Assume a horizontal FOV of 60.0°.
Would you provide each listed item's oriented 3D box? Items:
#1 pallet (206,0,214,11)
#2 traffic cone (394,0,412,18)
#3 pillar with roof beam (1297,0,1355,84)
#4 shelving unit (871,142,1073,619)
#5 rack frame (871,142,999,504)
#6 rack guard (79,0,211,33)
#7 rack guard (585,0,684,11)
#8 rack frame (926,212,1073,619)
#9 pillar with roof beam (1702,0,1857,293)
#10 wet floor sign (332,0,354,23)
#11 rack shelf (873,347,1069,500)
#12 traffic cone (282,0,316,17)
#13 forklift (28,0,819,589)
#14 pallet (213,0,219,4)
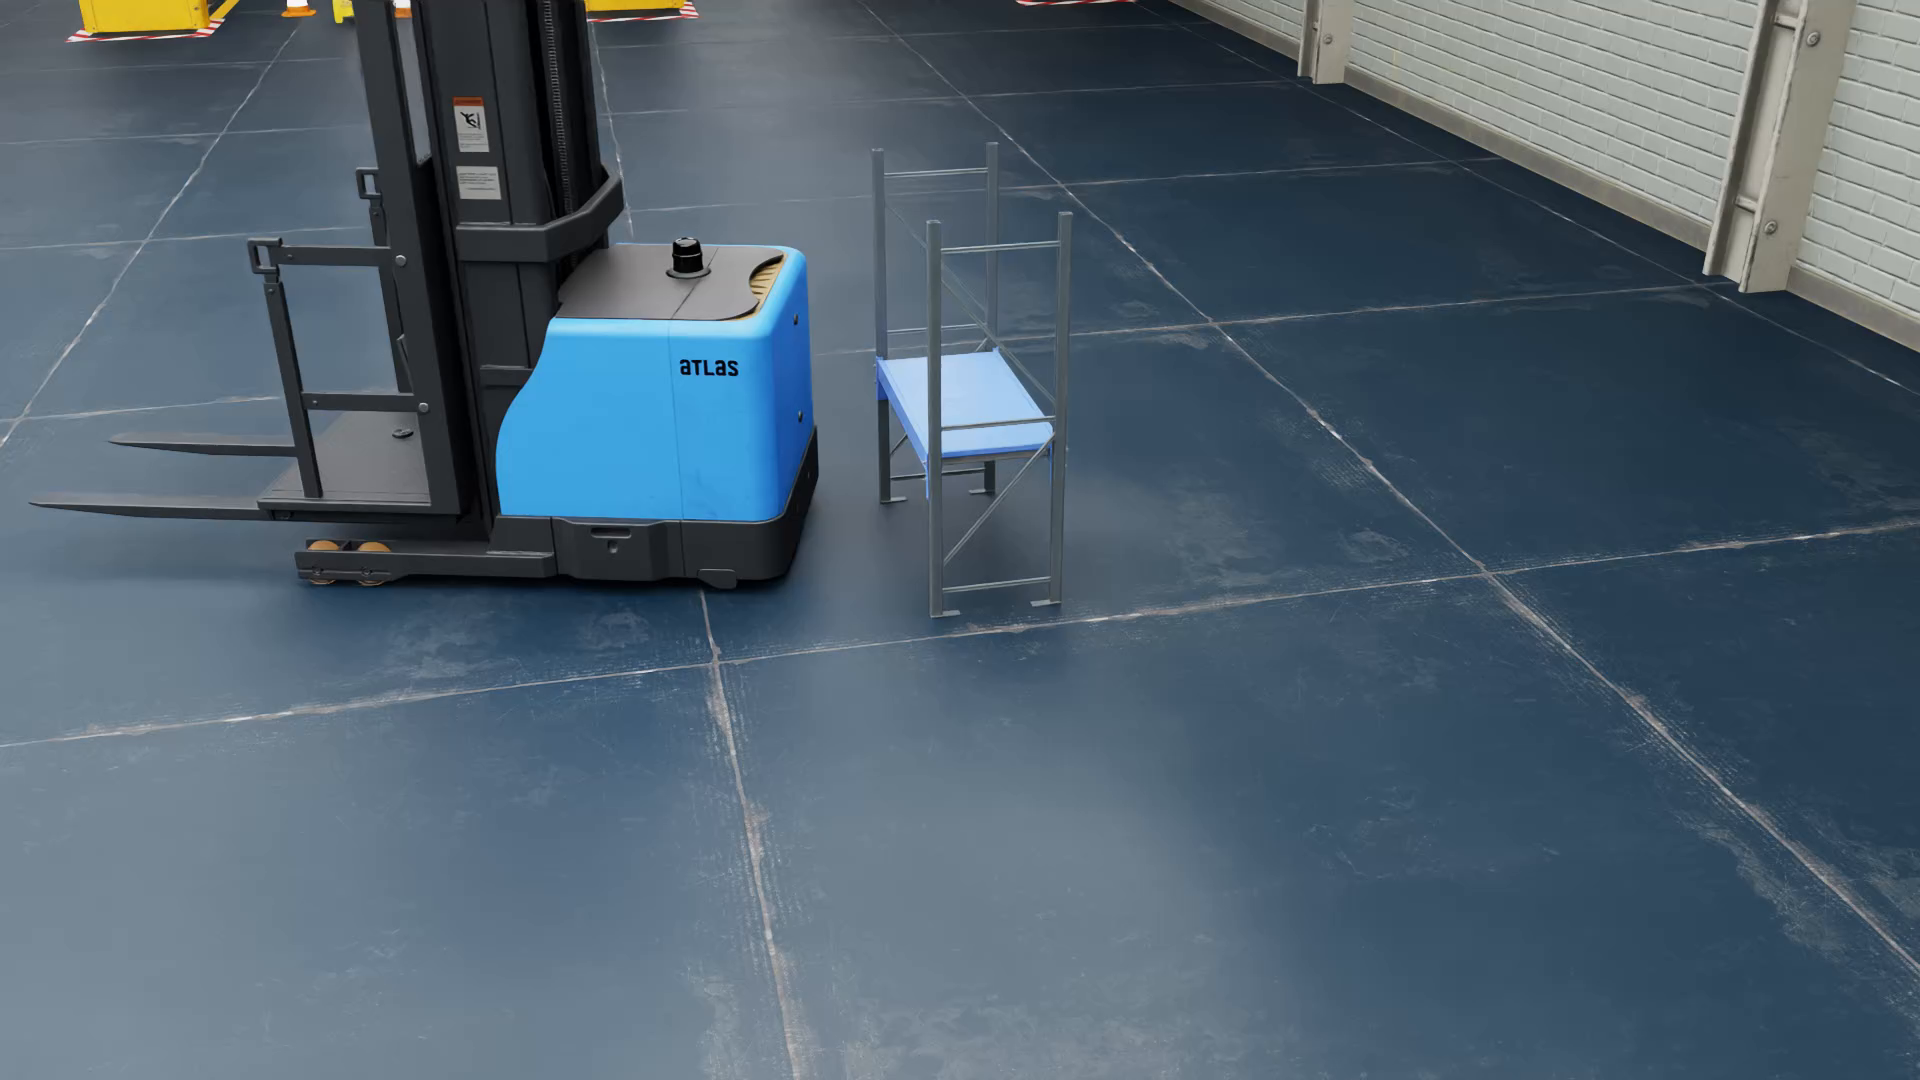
[{"bbox_3d":[-8.704,-5.778,17.963,1.003,0.211,1.213,-6,27,-12],"label":"pallet"},{"bbox_3d":[-6.006,-5.890,17.906,0.336,0.463,0.334,-6,27,-12],"label":"traffic cone"},{"bbox_3d":[-0.934,-7.737,12.091,9.100,9.000,0.400,-6,27,-12],"label":"pillar with roof beam"},{"bbox_3d":[0.019,-0.632,6.338,0.538,1.500,1.048,-6,27,-12],"label":"shelving unit"},{"bbox_3d":[-0.095,-0.855,6.780,0.500,1.500,0.032,-6,27,-12],"label":"rack frame"},{"bbox_3d":[-8.442,-5.553,17.197,1.175,0.500,0.348,-6,27,-12],"label":"rack guard"},{"bbox_3d":[-3.665,-6.144,18.368,1.175,0.500,0.348,-6,27,-12],"label":"rack guard"},{"bbox_3d":[0.134,-0.409,5.896,0.500,1.500,0.032,-6,27,-12],"label":"rack frame"},{"bbox_3d":[0.419,-5.103,6.873,9.100,9.000,0.400,-6,27,-12],"label":"pillar with roof beam"},{"bbox_3d":[-6.512,-5.817,17.559,0.267,0.644,0.232,-11,29,-20],"label":"wet floor sign"},{"bbox_3d":[0.019,-0.472,6.419,0.538,0.185,1.000,-6,27,-12],"label":"rack shelf"},{"bbox_3d":[-7.184,-5.924,17.974,0.336,0.463,0.334,-6,27,-12],"label":"traffic cone"},{"bbox_3d":[-2.143,-1.367,6.205,3.031,2.935,1.130,2,27,3],"label":"forklift"},{"bbox_3d":[-8.976,-6.312,19.022,1.003,0.211,1.213,-6,27,-12],"label":"pallet"}]
